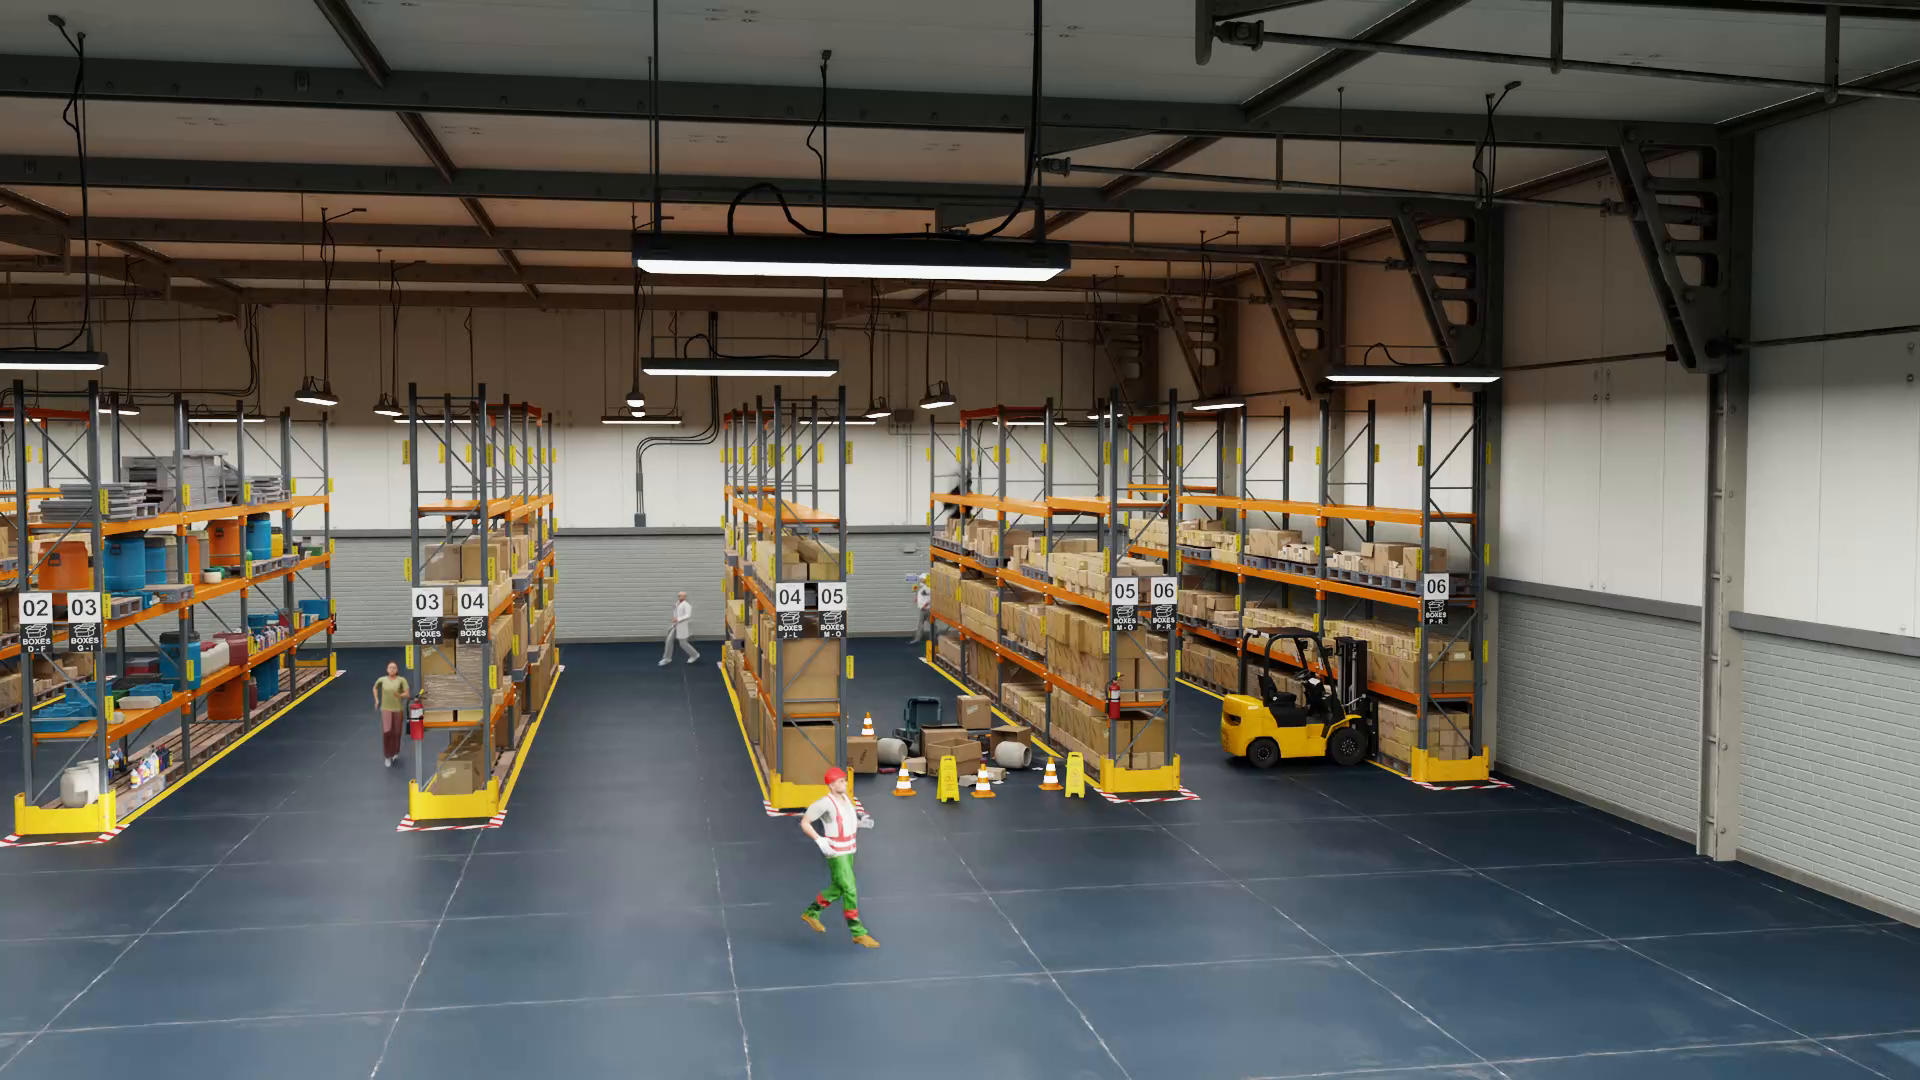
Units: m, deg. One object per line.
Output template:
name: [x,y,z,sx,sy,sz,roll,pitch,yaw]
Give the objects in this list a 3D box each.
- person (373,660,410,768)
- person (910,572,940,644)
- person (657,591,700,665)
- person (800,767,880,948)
person: [-9.189,2.803,26.917,0.543,1.721,0.723,-1,3,-23]
person: [-0.905,1.717,41.716,0.758,1.824,0.712,0,3,5]
person: [-6.708,2.105,39.786,1.029,1.762,0.733,-2,4,-36]
person: [-1.227,3.209,16.971,0.948,1.783,0.656,1,3,24]
